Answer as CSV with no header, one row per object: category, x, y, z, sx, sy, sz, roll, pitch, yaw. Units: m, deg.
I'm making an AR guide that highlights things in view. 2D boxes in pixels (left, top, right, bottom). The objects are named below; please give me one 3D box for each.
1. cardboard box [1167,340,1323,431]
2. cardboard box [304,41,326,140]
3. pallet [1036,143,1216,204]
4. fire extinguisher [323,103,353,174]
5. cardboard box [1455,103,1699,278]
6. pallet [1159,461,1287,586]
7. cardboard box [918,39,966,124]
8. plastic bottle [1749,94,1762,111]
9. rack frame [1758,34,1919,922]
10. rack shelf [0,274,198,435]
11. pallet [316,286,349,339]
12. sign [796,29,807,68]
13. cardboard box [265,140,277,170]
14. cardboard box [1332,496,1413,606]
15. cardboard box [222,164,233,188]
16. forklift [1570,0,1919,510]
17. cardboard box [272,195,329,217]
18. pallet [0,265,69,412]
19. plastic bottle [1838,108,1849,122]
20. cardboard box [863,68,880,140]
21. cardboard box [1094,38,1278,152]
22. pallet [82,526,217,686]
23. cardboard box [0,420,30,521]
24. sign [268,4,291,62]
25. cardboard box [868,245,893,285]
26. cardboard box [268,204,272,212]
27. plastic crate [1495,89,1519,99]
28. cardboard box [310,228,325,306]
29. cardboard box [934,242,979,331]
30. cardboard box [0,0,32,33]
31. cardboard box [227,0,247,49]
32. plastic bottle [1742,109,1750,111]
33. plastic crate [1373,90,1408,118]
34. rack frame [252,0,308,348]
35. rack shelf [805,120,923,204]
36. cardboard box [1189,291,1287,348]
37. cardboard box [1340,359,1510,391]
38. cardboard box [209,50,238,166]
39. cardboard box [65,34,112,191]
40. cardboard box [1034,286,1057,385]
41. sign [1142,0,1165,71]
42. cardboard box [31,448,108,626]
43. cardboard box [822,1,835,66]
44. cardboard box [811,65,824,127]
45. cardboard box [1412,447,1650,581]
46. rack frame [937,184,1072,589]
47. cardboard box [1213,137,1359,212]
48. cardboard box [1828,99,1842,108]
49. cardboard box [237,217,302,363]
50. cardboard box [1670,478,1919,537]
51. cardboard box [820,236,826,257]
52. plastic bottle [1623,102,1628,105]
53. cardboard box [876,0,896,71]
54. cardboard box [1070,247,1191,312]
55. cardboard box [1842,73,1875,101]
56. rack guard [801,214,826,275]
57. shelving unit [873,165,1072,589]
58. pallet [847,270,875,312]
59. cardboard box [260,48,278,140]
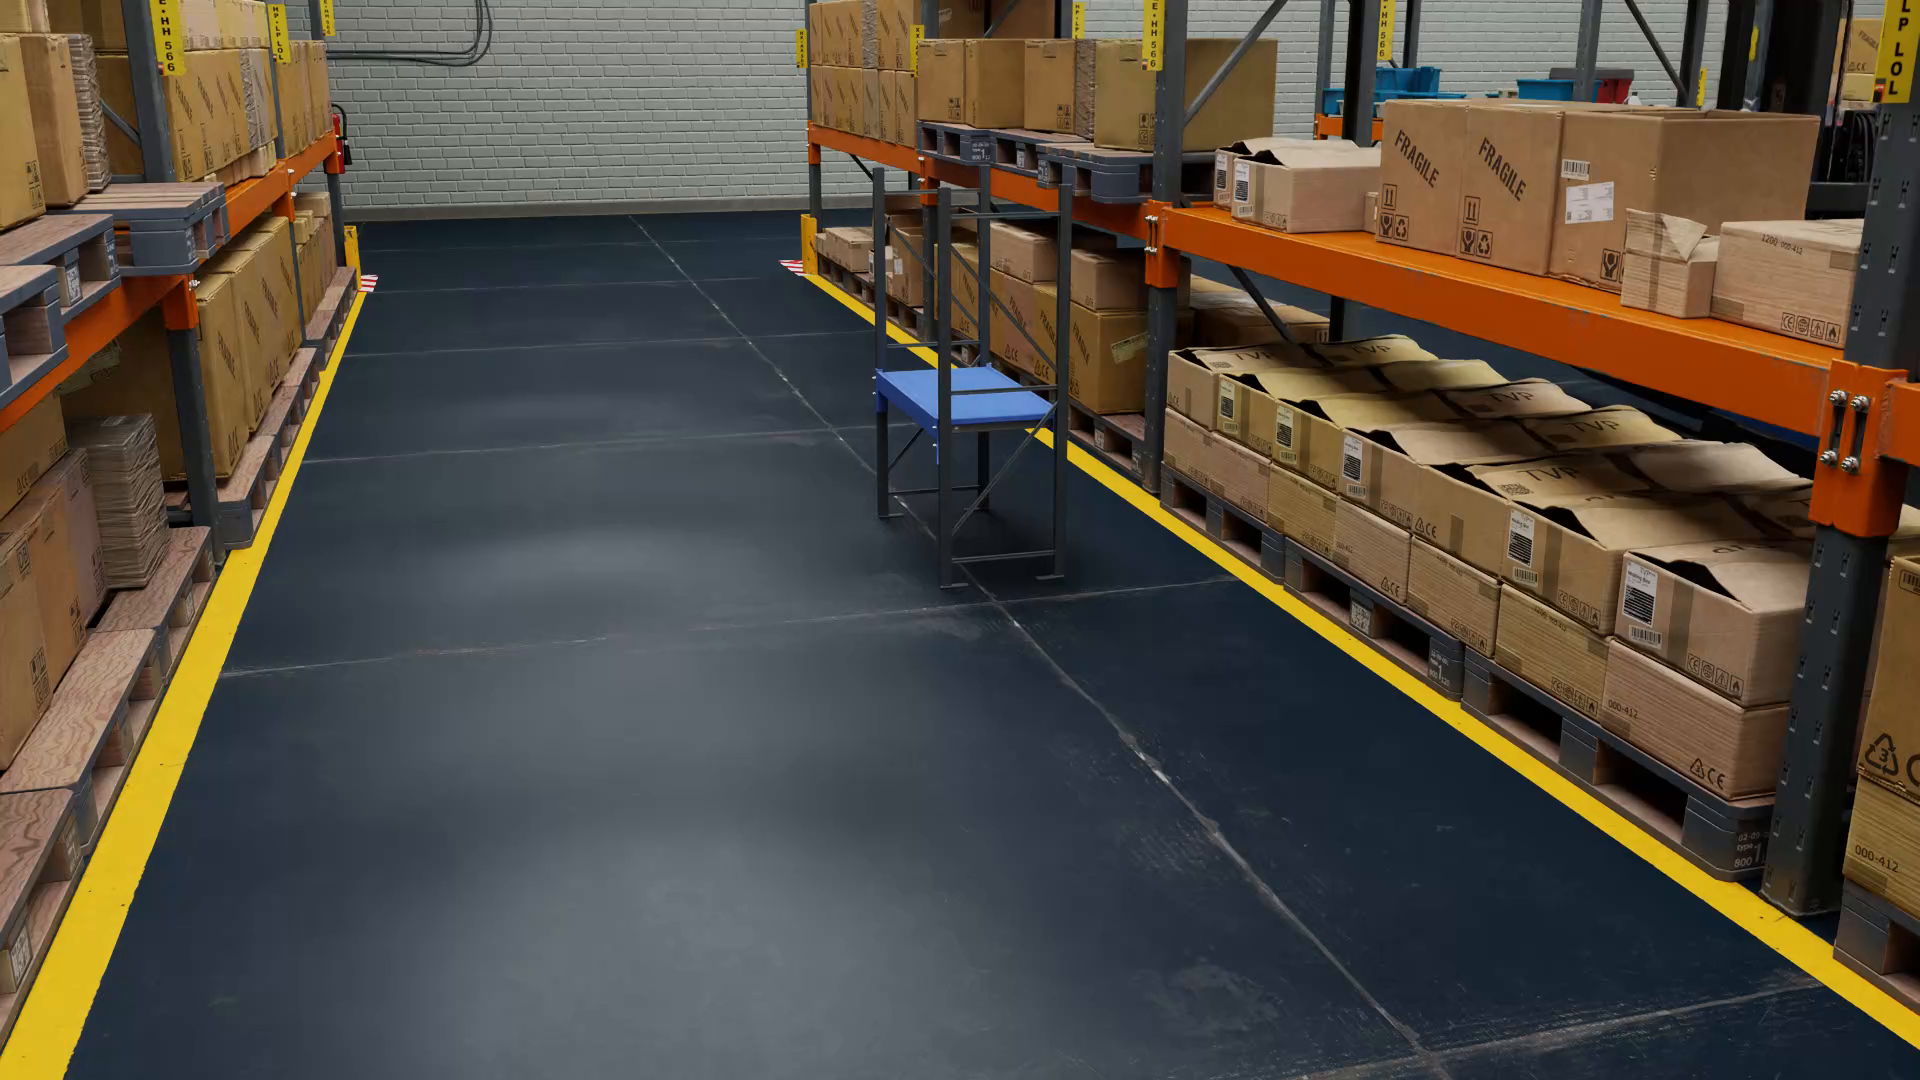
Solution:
cardboard box,1.207,-0.680,7.077,0.500,0.311,0.500,-4,17,-13
cardboard box,-5.255,-3.319,12.265,0.980,0.700,0.700,-5,17,-16
pallet,1.091,-1.785,8.015,1.213,0.211,1.003,-5,17,-15
fire extinguisher,-5.213,-3.378,13.767,0.296,0.674,0.183,-5,17,-15
cardboard box,1.966,-1.135,5.342,0.500,0.500,0.500,-5,17,-15
pallet,1.534,-0.129,7.015,1.003,0.211,1.213,-5,17,-15
cardboard box,0.161,-2.902,10.496,0.700,0.500,0.500,-12,20,-34
plastic bottle,5.489,-2.878,11.404,0.144,0.351,0.185,-5,17,-15
rack frame,2.444,-0.589,3.699,1.000,3.000,0.127,-5,17,-15
rack shelf,-2.867,-0.405,4.337,1.077,0.370,4.000,-5,17,-15
pallet,-4.989,-1.628,12.006,1.003,0.211,1.213,-5,17,-15
sign,-1.375,-4.280,14.481,0.100,0.325,0.005,-5,17,-15
cardboard box,-4.059,-2.159,9.329,0.380,0.149,0.250,-4,17,-14
cardboard box,1.635,0.013,5.746,0.500,0.250,0.500,-4,17,-14
cardboard box,-3.782,-1.798,8.126,0.380,0.149,0.250,-4,17,-14
forklift,4.032,-1.864,8.063,1.130,2.935,3.031,-2,17,-7
cardboard box,-5.045,-2.553,12.724,0.380,0.149,0.250,-4,17,-14
pallet,-2.388,-0.327,3.161,1.003,0.211,1.213,-5,17,-15
plastic bottle,5.768,-2.708,10.968,0.152,0.276,0.135,-5,17,-15
cardboard box,-0.425,-3.252,12.391,0.500,0.500,0.500,-4,17,-14
cardboard box,1.064,-2.110,7.858,0.700,0.500,0.500,-12,20,-34
pallet,-3.204,0.249,5.756,1.003,0.211,1.213,-5,17,-15
cardboard box,-2.926,-0.176,4.600,0.500,0.250,0.500,-5,17,-16
sign,-3.997,-2.971,9.755,0.100,0.325,0.005,-5,17,-15
cardboard box,-0.390,-2.067,12.530,0.500,0.311,0.500,-5,17,-15
cardboard box,-5.345,-2.454,12.395,0.380,0.149,0.250,-5,17,-15
plastic crate,4.767,-3.601,13.829,0.437,0.282,0.530,-5,17,-15
cardboard box,-4.897,-1.909,11.710,0.700,0.500,0.500,-4,17,-14
cardboard box,0.144,-1.662,10.852,0.500,0.500,0.500,-6,18,-18
cardboard box,-3.191,-1.691,5.302,0.380,0.149,0.250,-8,18,-24
cardboard box,-3.870,-2.576,8.285,0.500,0.250,0.500,-4,17,-14
plastic bottle,5.088,-2.655,10.791,0.152,0.276,0.135,-5,17,-15
plastic crate,3.842,-3.971,15.144,0.416,0.233,0.300,-5,17,-15
rack frame,-4.516,-2.409,9.758,1.000,3.000,0.127,-5,17,-15
rack shelf,-0.304,-3.011,13.011,1.077,0.370,4.000,-5,17,-15
cardboard box,1.345,-1.002,8.653,0.500,0.500,0.500,-5,18,-17
cardboard box,1.875,-0.580,6.742,0.500,0.311,0.500,-5,17,-16
cardboard box,-3.575,-1.940,7.471,0.500,0.500,0.500,-5,17,-16
cardboard box,-3.278,-1.432,5.567,0.700,0.500,0.500,-7,18,-22
cardboard box,0.720,-1.092,8.955,0.500,0.500,0.500,-5,18,-17
sign,0.826,-2.166,7.075,0.100,0.325,0.005,-5,17,-15
cardboard box,-3.139,0.030,5.217,0.700,0.500,0.500,-5,17,-15
cardboard box,-0.834,-4.147,13.633,0.500,0.500,0.500,-5,17,-15
cardboard box,-0.985,-3.813,14.257,0.500,0.500,0.500,-4,17,-14
cardboard box,1.773,-0.113,5.188,0.500,0.311,0.500,-5,17,-15
rack frame,0.163,-0.554,6.190,0.500,1.500,0.032,-5,17,-15
cardboard box,1.403,-1.549,7.049,0.500,0.311,0.500,-4,17,-12
cardboard box,8.668,-4.232,16.264,0.380,0.149,0.250,-5,17,-16
cardboard box,-4.213,-1.411,9.443,0.750,0.750,0.750,-4,17,-15
cardboard box,2.438,-0.015,4.862,0.500,0.311,0.500,-5,17,-16
cardboard box,-1.000,-2.550,14.387,0.380,0.166,0.250,-5,17,-15
plastic bottle,4.737,-2.964,11.810,0.061,0.283,0.133,-5,17,-15
cardboard box,-0.286,-3.589,11.776,0.500,0.500,0.500,-5,17,-16
cardboard box,0.843,-1.323,8.421,0.500,0.250,0.500,-4,17,-13
cardboard box,8.829,-4.324,15.878,0.500,0.250,0.500,-5,18,-17
rack guard,-0.833,-2.690,15.039,1.175,0.500,0.348,-5,17,-15
shelving unit,0.023,-0.695,6.658,0.538,1.500,1.048,-5,17,-15
pallet,-0.281,-1.994,13.225,1.003,0.211,1.213,-5,17,-15
cardboard box,-4.147,-2.501,9.340,0.500,0.500,0.500,-5,17,-16
